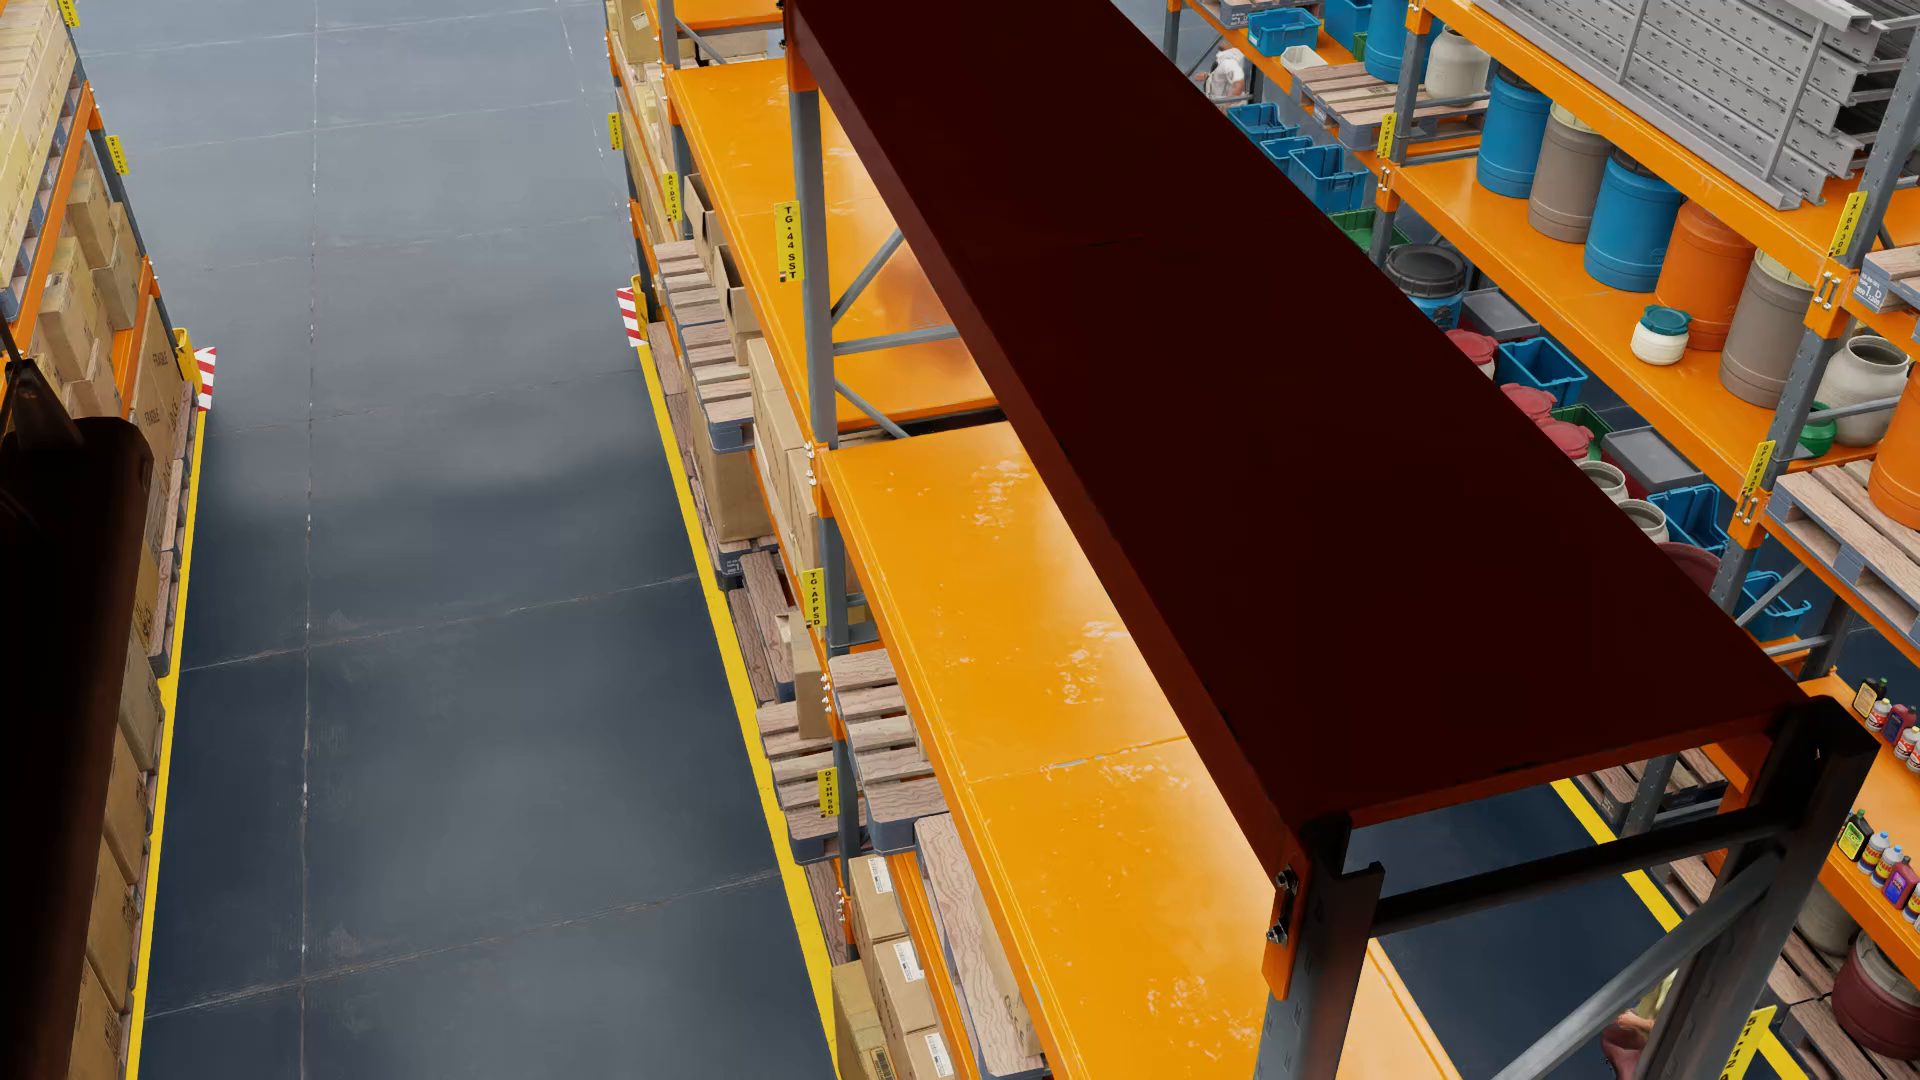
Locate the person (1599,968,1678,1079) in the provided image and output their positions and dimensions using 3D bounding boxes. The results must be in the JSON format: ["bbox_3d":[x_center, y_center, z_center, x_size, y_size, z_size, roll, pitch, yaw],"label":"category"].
[{"bbox_3d":[3.447,2.349,8.107,0.582,1.622,0.529,-14,41,-17],"label":"person"}]

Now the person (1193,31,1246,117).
[{"bbox_3d":[2.717,-4.355,16.913,0.800,1.850,0.677,16,41,19],"label":"person"}]
